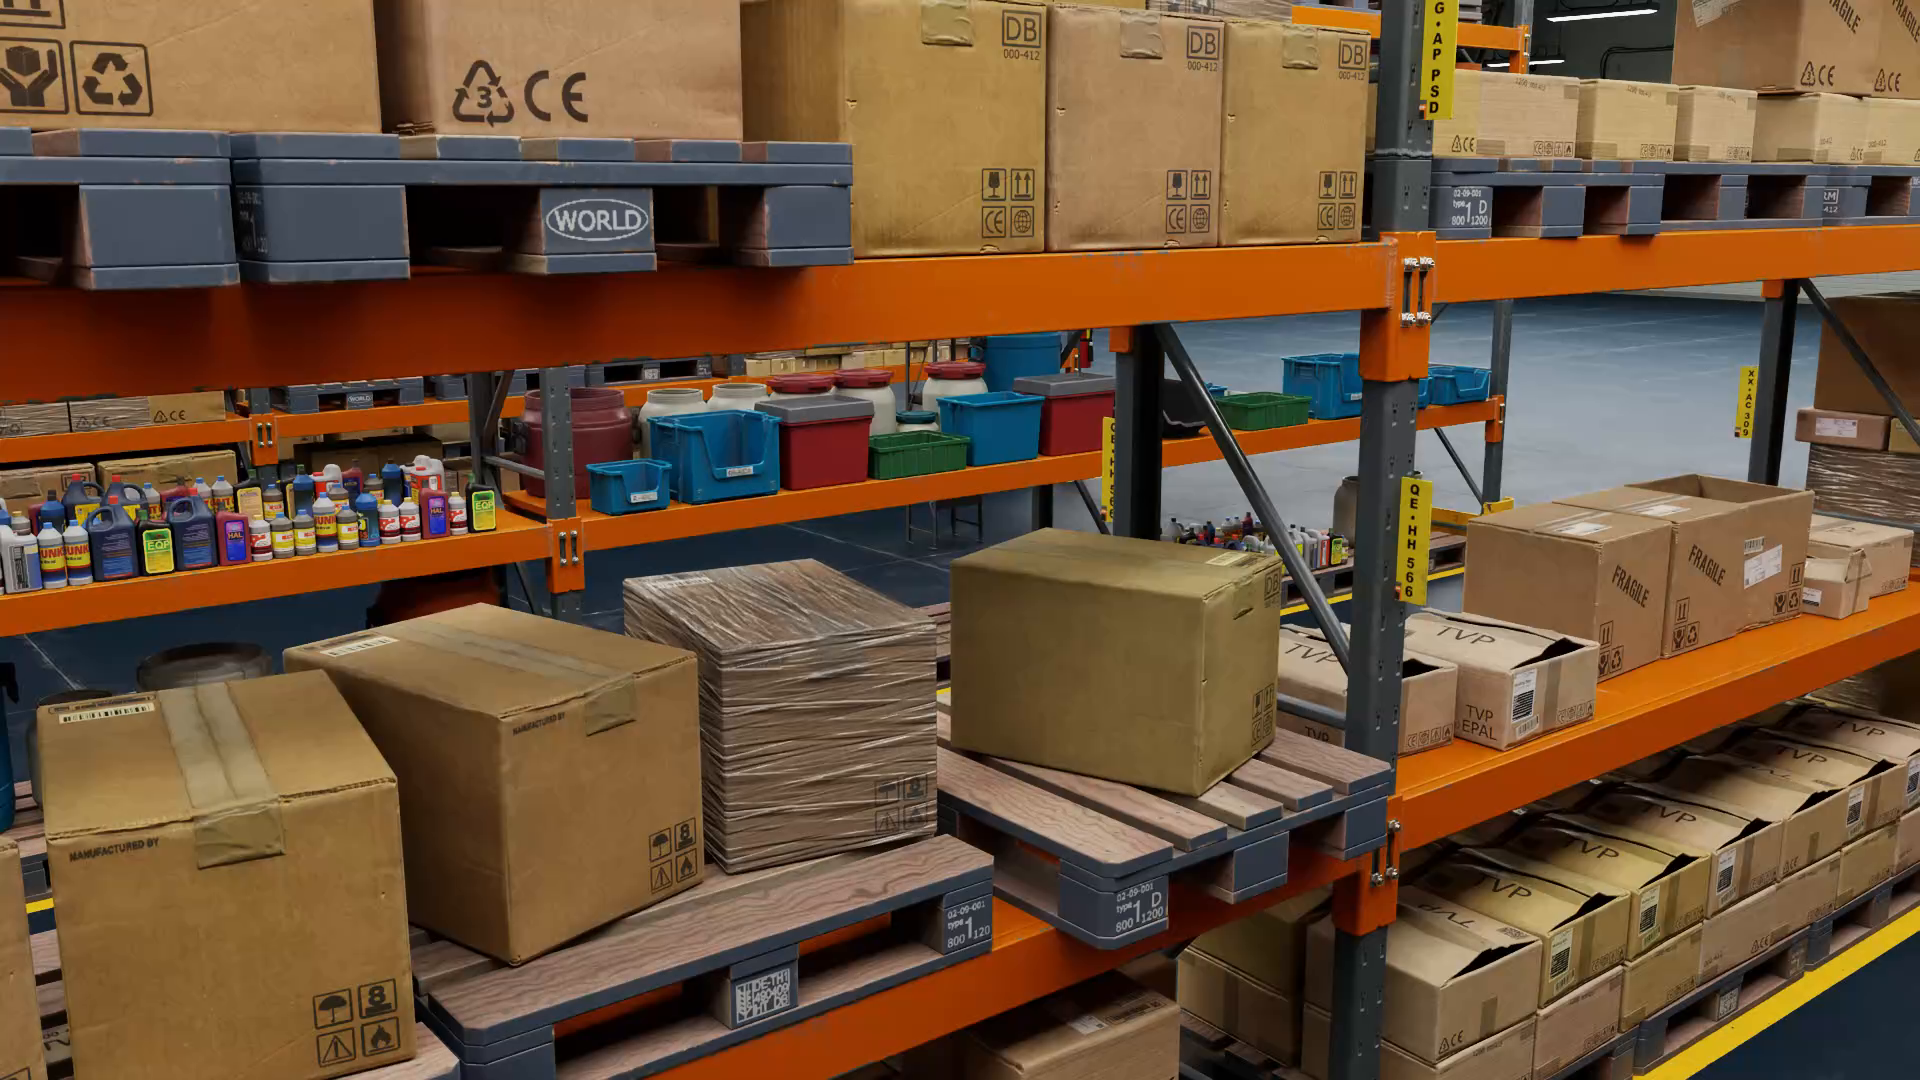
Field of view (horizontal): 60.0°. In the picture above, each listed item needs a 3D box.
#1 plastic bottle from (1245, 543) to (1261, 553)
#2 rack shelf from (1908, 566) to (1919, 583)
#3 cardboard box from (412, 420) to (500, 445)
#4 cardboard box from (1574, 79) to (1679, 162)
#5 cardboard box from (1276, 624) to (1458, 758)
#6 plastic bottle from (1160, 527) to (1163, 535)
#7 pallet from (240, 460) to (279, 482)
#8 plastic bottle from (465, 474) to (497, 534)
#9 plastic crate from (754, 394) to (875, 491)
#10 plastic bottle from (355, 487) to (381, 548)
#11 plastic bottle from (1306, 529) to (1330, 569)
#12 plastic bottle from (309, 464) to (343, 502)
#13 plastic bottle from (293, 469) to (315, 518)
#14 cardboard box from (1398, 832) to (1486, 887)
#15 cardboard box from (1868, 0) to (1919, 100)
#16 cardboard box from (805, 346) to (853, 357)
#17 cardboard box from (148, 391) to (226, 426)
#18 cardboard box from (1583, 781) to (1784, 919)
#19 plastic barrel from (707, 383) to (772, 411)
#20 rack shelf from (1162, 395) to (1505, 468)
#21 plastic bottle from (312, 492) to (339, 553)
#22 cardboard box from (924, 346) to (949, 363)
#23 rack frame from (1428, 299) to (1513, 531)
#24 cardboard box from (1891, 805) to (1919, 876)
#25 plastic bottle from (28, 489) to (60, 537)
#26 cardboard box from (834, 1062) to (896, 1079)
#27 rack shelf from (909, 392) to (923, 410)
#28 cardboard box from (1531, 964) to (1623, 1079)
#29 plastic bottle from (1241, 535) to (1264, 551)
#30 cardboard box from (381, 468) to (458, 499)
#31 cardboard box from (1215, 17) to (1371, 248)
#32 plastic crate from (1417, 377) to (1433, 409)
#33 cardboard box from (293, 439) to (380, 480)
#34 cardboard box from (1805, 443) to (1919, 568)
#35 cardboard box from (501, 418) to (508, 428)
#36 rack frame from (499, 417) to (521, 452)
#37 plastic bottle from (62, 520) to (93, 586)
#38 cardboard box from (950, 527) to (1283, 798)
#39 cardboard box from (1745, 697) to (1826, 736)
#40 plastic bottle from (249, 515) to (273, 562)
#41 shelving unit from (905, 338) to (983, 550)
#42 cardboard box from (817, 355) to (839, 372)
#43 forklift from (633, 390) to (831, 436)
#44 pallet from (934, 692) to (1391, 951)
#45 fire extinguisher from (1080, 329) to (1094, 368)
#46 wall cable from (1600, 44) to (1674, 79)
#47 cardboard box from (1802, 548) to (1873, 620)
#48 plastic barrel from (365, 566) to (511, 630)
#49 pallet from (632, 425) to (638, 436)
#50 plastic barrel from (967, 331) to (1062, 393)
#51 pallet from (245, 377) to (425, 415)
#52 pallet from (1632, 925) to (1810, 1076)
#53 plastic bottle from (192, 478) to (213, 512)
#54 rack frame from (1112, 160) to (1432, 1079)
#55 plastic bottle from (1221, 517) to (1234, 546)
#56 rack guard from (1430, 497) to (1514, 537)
[{"bbox_3d":[2.046,0.158,11.642,0.133,0.283,0.061,-9,15,-35],"label":"plastic bottle"},{"bbox_3d":[5.508,0.018,8.556,4.000,0.370,1.077,-9,15,-38],"label":"rack shelf"},{"bbox_3d":[-5.688,-1.509,18.420,0.750,0.750,1.050,-10,15,-38],"label":"cardboard box"},{"bbox_3d":[1.993,-1.366,5.470,0.500,0.250,0.500,-10,15,-39],"label":"cardboard box"},{"bbox_3d":[1.134,0.448,5.013,0.500,0.311,0.500,-8,15,-34],"label":"cardboard box"},{"bbox_3d":[1.428,0.052,12.144,0.133,0.283,0.061,-8,14,-34],"label":"plastic bottle"},{"bbox_3d":[-7.720,-0.707,16.948,1.213,0.211,1.003,-9,15,-38],"label":"pallet"},{"bbox_3d":[-2.318,-0.181,8.040,0.133,0.283,0.061,-9,15,-38],"label":"plastic bottle"},{"bbox_3d":[-0.816,-0.551,9.348,0.583,0.464,0.402,-9,15,-38],"label":"plastic crate"},{"bbox_3d":[-2.752,-0.108,7.724,0.097,0.271,0.097,0,12,0],"label":"plastic bottle"},{"bbox_3d":[2.604,0.057,12.136,0.135,0.276,0.152,-9,15,-37],"label":"plastic bottle"},{"bbox_3d":[-3.170,-0.235,8.313,0.135,0.276,0.152,-9,15,-38],"label":"plastic bottle"},{"bbox_3d":[-3.240,-0.212,8.217,0.097,0.271,0.097,0,12,0],"label":"plastic bottle"},{"bbox_3d":[1.479,1.133,5.829,0.500,0.311,0.500,-10,15,-39],"label":"cardboard box"},{"bbox_3d":[3.440,-1.967,6.495,0.500,0.500,0.500,-9,15,-37],"label":"cardboard box"},{"bbox_3d":[-1.437,-1.984,15.293,0.500,0.500,0.875,-9,15,-38],"label":"cardboard box"},{"bbox_3d":[-5.594,-1.108,11.883,0.500,0.500,0.500,-9,15,-36],"label":"cardboard box"},{"bbox_3d":[2.620,1.087,6.046,0.500,0.311,0.500,-10,15,-38],"label":"cardboard box"},{"bbox_3d":[-1.270,-0.637,9.638,0.421,0.512,0.421,0,12,0],"label":"plastic barrel"},{"bbox_3d":[2.416,-0.786,12.342,4.000,0.370,1.077,-9,15,-38],"label":"rack shelf"},{"bbox_3d":[-2.904,-0.082,7.605,0.097,0.271,0.097,0,12,0],"label":"plastic bottle"},{"bbox_3d":[-0.316,-1.796,15.970,0.250,0.149,0.380,-9,15,-38],"label":"cardboard box"},{"bbox_3d":[3.978,-1.398,13.489,0.127,3.000,1.000,-9,15,-38],"label":"rack frame"},{"bbox_3d":[3.803,1.166,7.026,0.500,0.250,0.500,-10,15,-38],"label":"cardboard box"},{"bbox_3d":[-4.169,-0.085,7.588,0.133,0.283,0.061,-9,15,-38],"label":"plastic bottle"},{"bbox_3d":[-0.512,1.598,4.342,0.500,0.500,0.500,-10,15,-38],"label":"cardboard box"},{"bbox_3d":[-0.129,-0.992,13.812,0.480,0.518,0.431,-9,15,-38],"label":"rack shelf"},{"bbox_3d":[1.807,1.498,5.460,0.500,0.250,0.500,-10,16,-39],"label":"cardboard box"},{"bbox_3d":[2.111,0.101,11.931,0.135,0.276,0.152,-9,15,-38],"label":"plastic bottle"},{"bbox_3d":[-4.427,-0.320,13.371,0.500,0.500,0.700,-11,16,-42],"label":"cardboard box"},{"bbox_3d":[0.503,-1.010,4.200,0.500,0.500,0.910,-9,15,-38],"label":"cardboard box"},{"bbox_3d":[3.263,-1.128,12.578,0.408,0.251,0.499,-9,15,-38],"label":"plastic crate"},{"bbox_3d":[-4.859,-0.614,12.952,0.500,0.250,0.500,-9,15,-35],"label":"cardboard box"},{"bbox_3d":[4.288,-0.182,7.525,0.500,0.500,0.700,-10,16,-39],"label":"cardboard box"},{"bbox_3d":[-4.725,-1.736,19.186,0.875,0.875,0.875,-9,15,-37],"label":"cardboard box"},{"bbox_3d":[-5.259,-2.500,18.678,0.127,3.000,1.000,-9,15,-38],"label":"rack frame"},{"bbox_3d":[-3.705,0.051,6.978,0.097,0.271,0.097,0,12,0],"label":"plastic bottle"},{"bbox_3d":[0.401,0.290,4.290,0.700,0.500,0.500,7,14,31],"label":"cardboard box"},{"bbox_3d":[3.467,0.804,7.381,0.500,0.311,0.500,-9,15,-37],"label":"cardboard box"},{"bbox_3d":[-3.132,-0.010,7.434,0.097,0.201,0.097,0,12,0],"label":"plastic bottle"},{"bbox_3d":[-0.129,-1.006,13.810,0.503,2.100,0.431,-9,15,-38],"label":"shelving unit"},{"bbox_3d":[-1.313,-1.639,15.233,0.250,0.149,0.380,-9,15,-38],"label":"cardboard box"},{"bbox_3d":[-2.830,-2.216,17.506,3.031,2.935,1.130,-8,15,-34],"label":"forklift"},{"bbox_3d":[0.337,0.638,4.367,1.003,0.211,1.213,-9,15,-38],"label":"pallet"},{"bbox_3d":[1.261,-2.103,16.998,0.183,0.674,0.296,-9,15,-38],"label":"fire extinguisher"},{"bbox_3d":[18.725,-12.177,45.125,0.112,2.526,3.097,-9,15,-38],"label":"wall cable"},{"bbox_3d":[3.374,0.135,6.595,0.258,0.266,0.396,-10,16,-39],"label":"cardboard box"},{"bbox_3d":[-2.640,0.563,8.470,0.708,0.830,0.600,-9,15,-38],"label":"plastic barrel"},{"bbox_3d":[-3.664,-1.381,20.123,1.213,0.211,1.003,-9,15,-38],"label":"pallet"},{"bbox_3d":[0.363,-1.123,10.988,0.708,0.901,0.600,-9,15,-38],"label":"plastic barrel"},{"bbox_3d":[-4.873,-1.179,12.921,1.003,0.211,1.213,-9,15,-38],"label":"pallet"},{"bbox_3d":[2.442,1.550,6.319,1.213,0.211,1.003,-9,15,-38],"label":"pallet"},{"bbox_3d":[-3.638,-0.162,7.982,0.097,0.271,0.097,0,12,0],"label":"plastic bottle"},{"bbox_3d":[0.822,0.444,4.815,0.127,3.000,1.000,-9,15,-38],"label":"rack frame"},{"bbox_3d":[2.022,-0.036,12.586,0.097,0.271,0.097,0,12,0],"label":"plastic bottle"},{"bbox_3d":[3.948,-0.157,13.666,0.348,0.500,1.175,-9,15,-38],"label":"rack guard"}]
